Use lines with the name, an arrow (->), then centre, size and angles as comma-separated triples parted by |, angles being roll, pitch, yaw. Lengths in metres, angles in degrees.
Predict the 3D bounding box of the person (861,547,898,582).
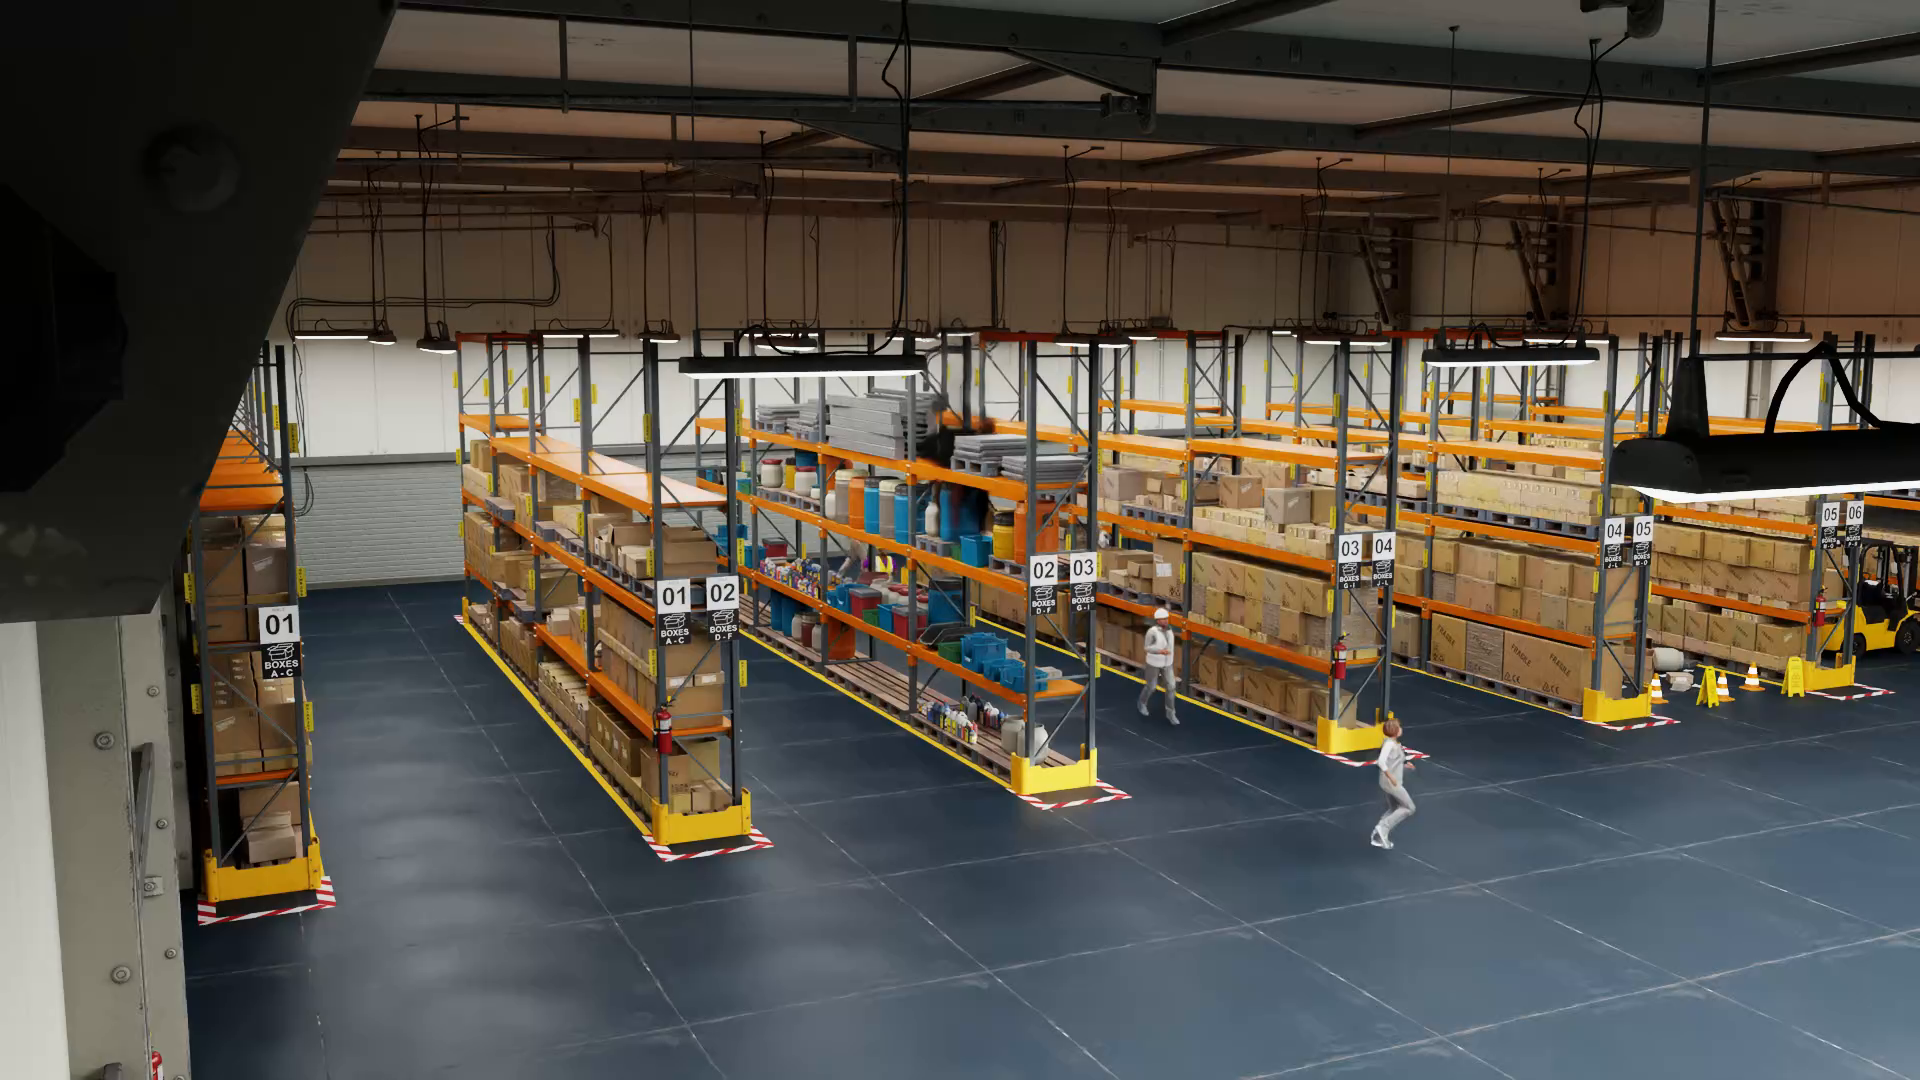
person -> -1.552, 0.942, 33.591 | 0.707, 1.794, 0.893 | -5, 9, -35

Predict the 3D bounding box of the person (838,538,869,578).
person -> -2.445, 0.126, 39.577 | 0.956, 1.742, 0.654 | -1, 8, -9

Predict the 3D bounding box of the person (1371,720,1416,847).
person -> 5.153, 3.007, 19.758 | 0.502, 1.339, 0.604 | 1, 8, 10

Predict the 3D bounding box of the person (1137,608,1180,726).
person -> 3.094, 1.948, 26.001 | 0.610, 1.805, 0.889 | -4, 9, -25

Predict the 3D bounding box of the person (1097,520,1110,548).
person -> 3.166, 0.357, 38.183 | 0.624, 1.707, 0.914 | -3, 8, -20
